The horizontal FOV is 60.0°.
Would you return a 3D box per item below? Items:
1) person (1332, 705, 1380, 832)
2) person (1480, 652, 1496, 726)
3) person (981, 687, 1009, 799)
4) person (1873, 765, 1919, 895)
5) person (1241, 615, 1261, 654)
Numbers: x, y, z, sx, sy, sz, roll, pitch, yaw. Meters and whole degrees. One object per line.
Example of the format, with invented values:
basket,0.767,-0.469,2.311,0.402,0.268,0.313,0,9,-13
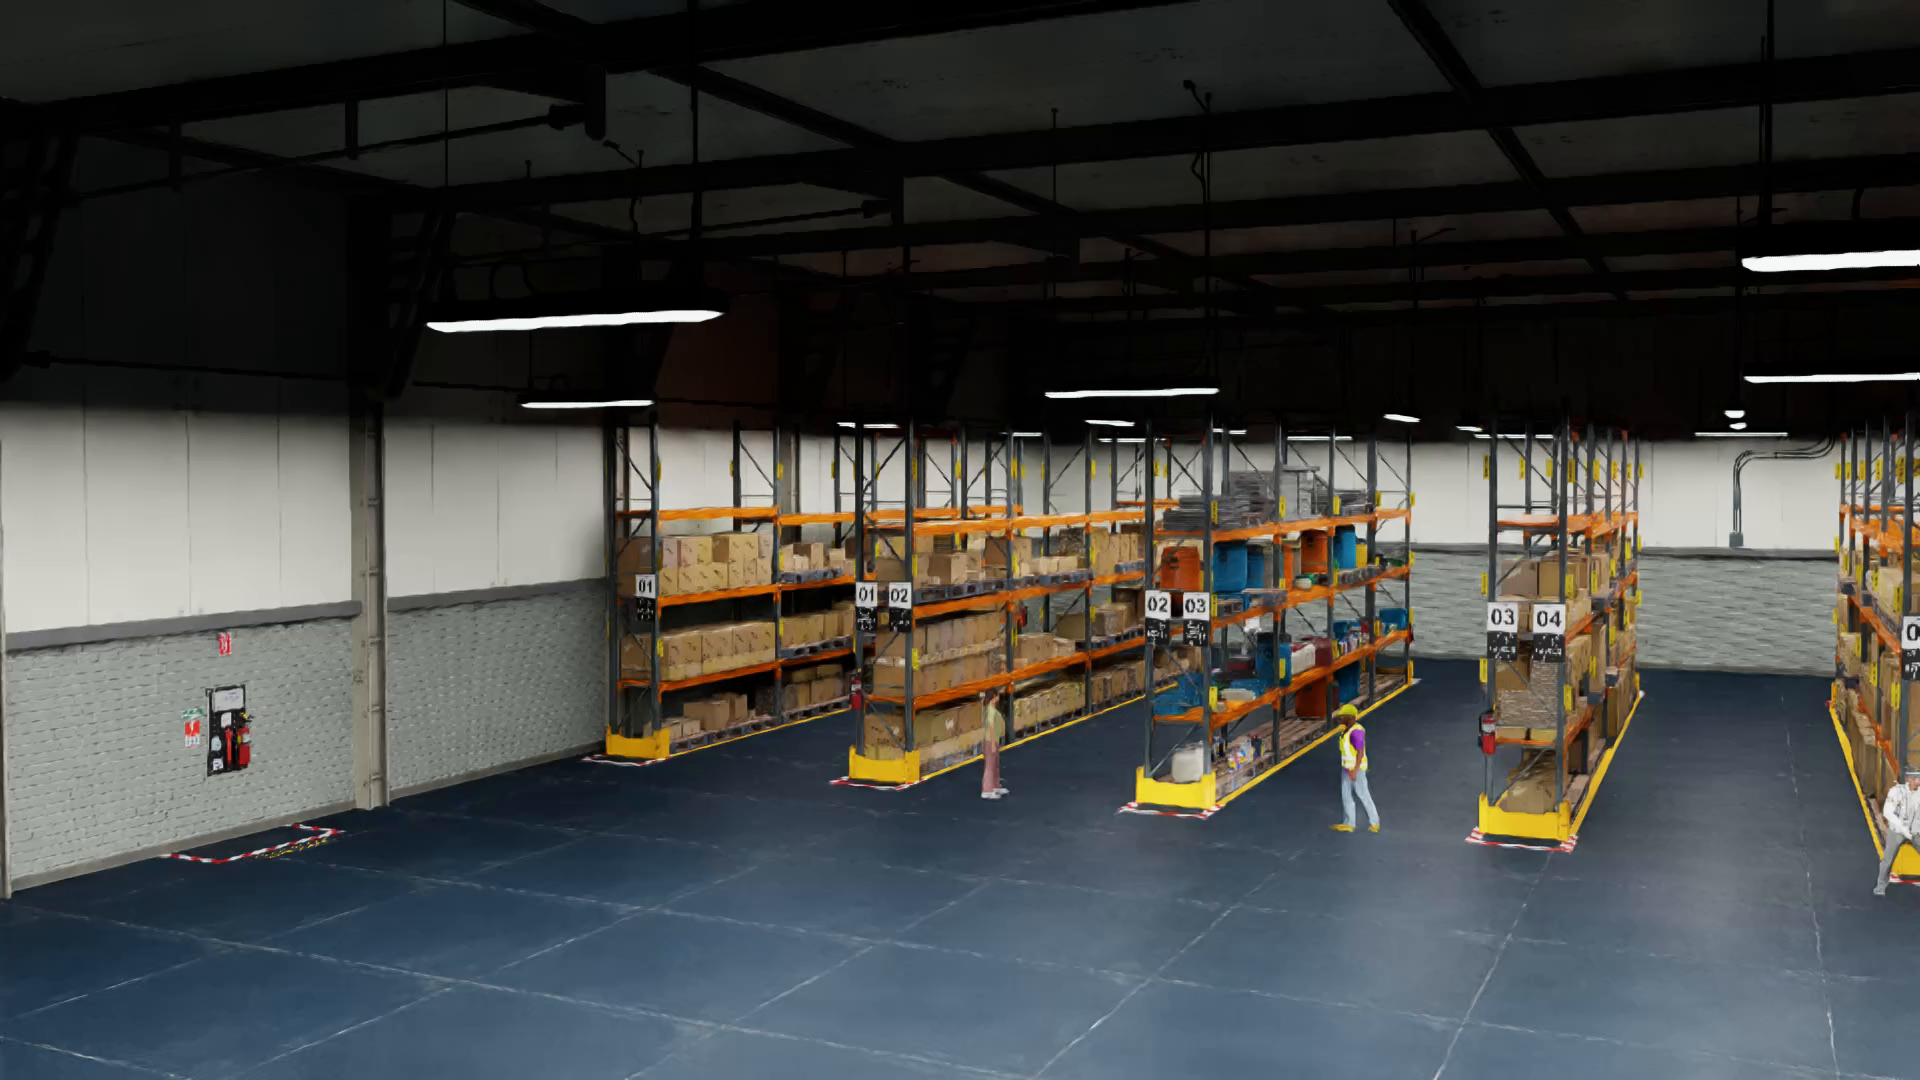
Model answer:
person,5.497,3.162,23.054,0.619,1.762,0.593,0,2,-9
person,10.423,2.855,32.664,0.417,1.517,1.037,1,3,28
person,0.534,3.081,25.409,0.441,1.675,0.498,0,2,-4
person,10.991,3.376,19.277,0.639,1.610,0.801,0,2,9
person,7.626,2.278,43.306,0.708,1.779,0.541,-1,3,-32
